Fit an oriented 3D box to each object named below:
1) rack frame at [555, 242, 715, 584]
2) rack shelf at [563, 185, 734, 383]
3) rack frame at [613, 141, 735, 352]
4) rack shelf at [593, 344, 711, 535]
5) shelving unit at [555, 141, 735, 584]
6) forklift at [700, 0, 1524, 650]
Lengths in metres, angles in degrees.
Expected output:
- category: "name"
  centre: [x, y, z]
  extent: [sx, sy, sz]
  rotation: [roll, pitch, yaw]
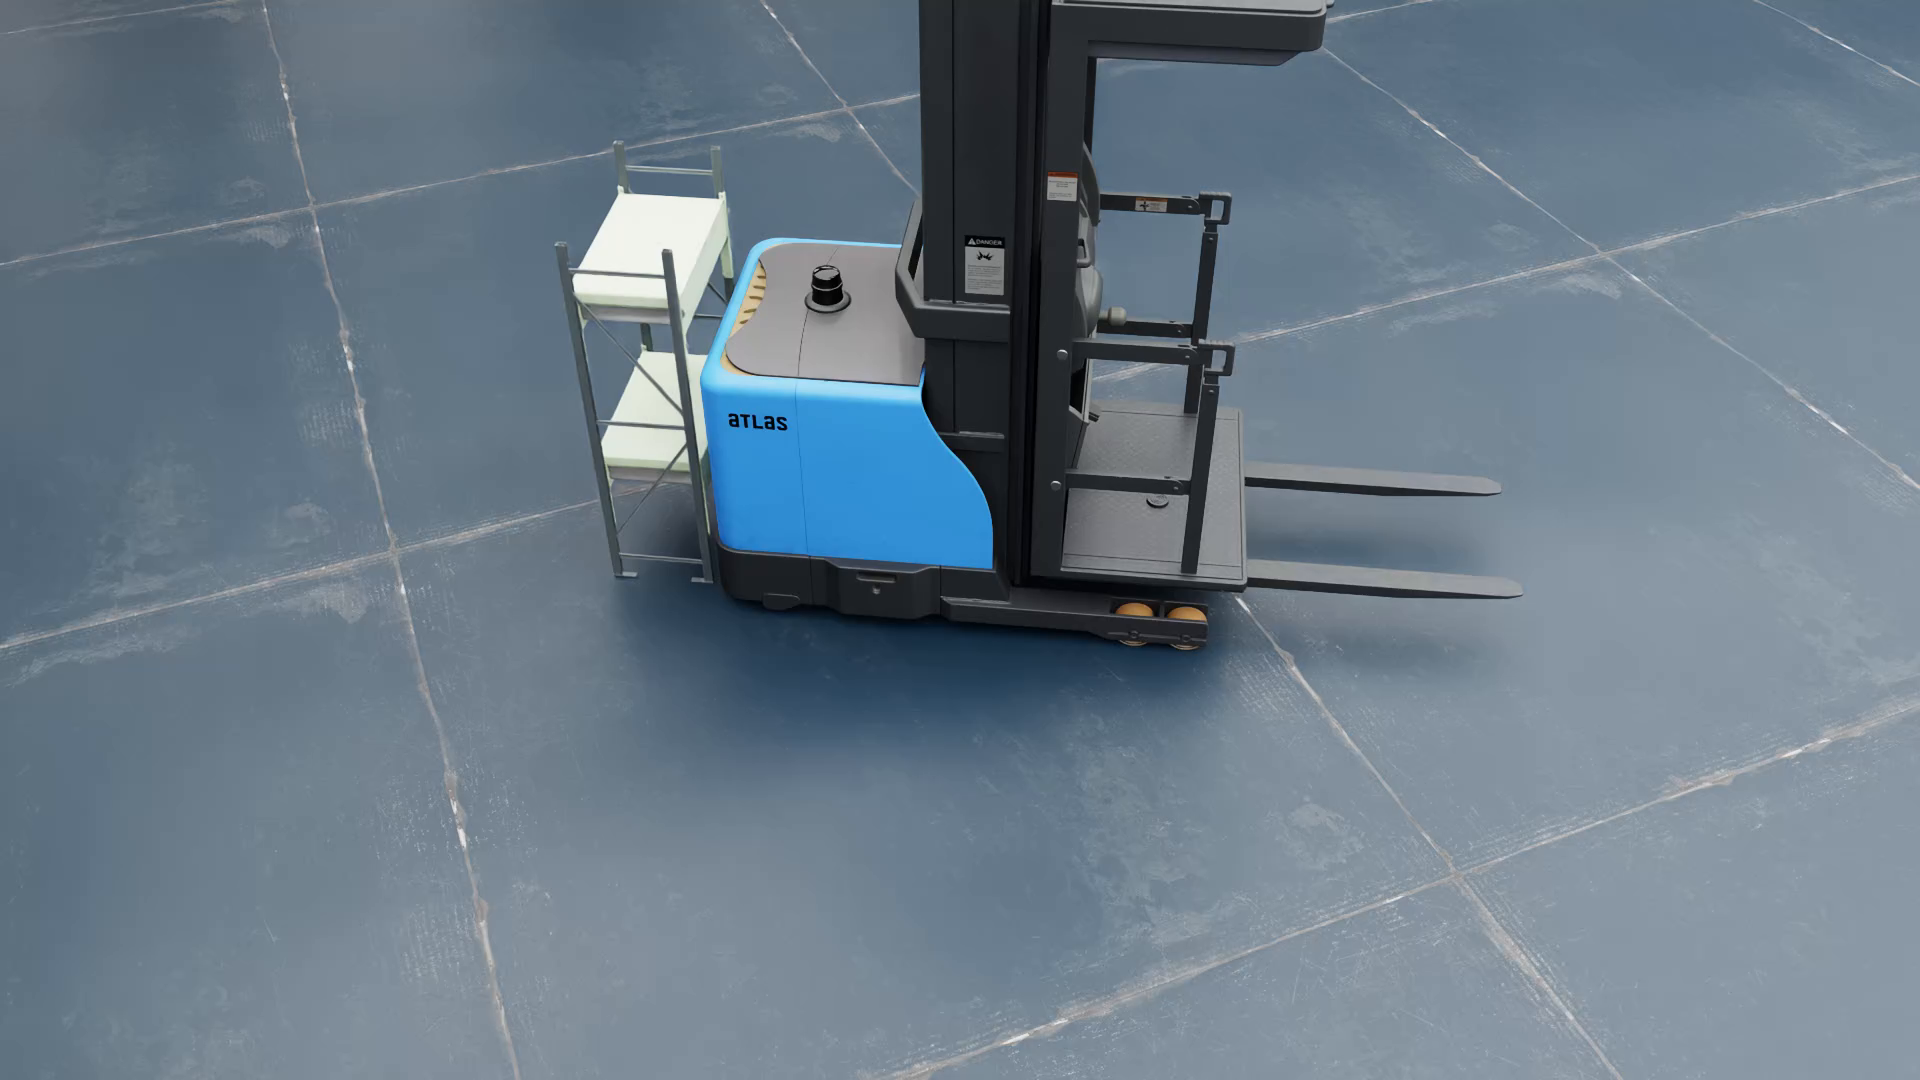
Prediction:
- category: "rack frame"
  centre: [-1.167, -0.417, 6.084]
  extent: [0.400, 1.500, 0.023]
  rotation: [4, 41, 5]
- category: "rack shelf"
  centre: [-1.126, -0.950, 6.105]
  extent: [0.431, 0.370, 0.720]
  rotation: [4, 41, 5]
- category: "rack frame"
  centre: [-1.085, -0.891, 6.635]
  extent: [0.400, 1.500, 0.023]
  rotation: [4, 41, 5]
- category: "rack shelf"
  centre: [-1.127, -0.407, 6.572]
  extent: [0.431, 0.370, 0.720]
  rotation: [4, 41, 5]
- category: "shelving unit"
  centre: [-1.126, -0.654, 6.359]
  extent: [0.431, 1.500, 0.755]
  rotation: [4, 41, 5]
- category: "forklift"
  centre: [0.627, -1.065, 5.741]
  extent: [3.031, 2.935, 1.130]
  rotation: [4, 41, 5]
